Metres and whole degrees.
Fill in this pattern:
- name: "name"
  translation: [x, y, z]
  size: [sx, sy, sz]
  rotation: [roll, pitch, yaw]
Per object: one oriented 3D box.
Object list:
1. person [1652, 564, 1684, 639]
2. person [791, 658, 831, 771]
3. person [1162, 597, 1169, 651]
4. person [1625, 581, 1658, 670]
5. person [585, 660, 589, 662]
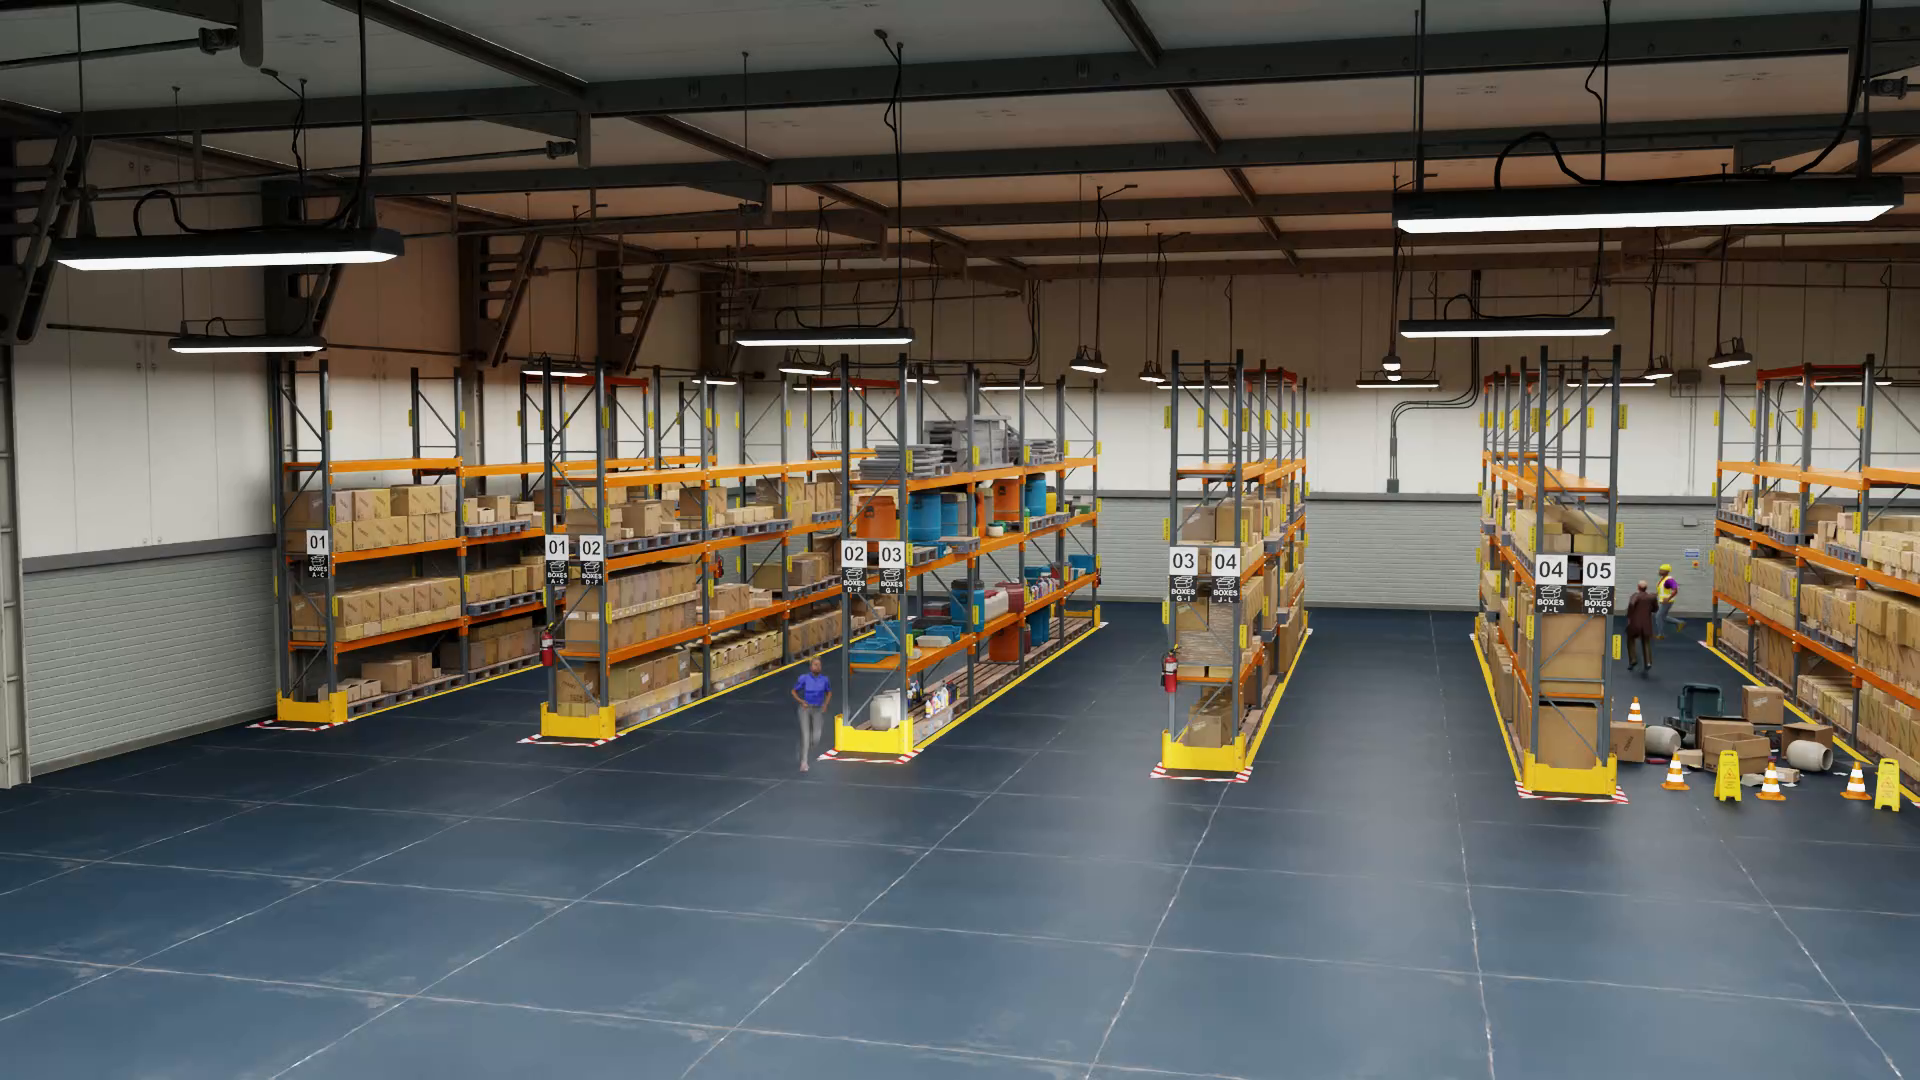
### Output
- name: "person"
  translation: [16.227, 1.411, 38.024]
  size: [0.747, 1.722, 0.688]
  rotation: [0, 4, 6]
- name: "person"
  translation: [-2.134, 2.492, 23.987]
  size: [0.606, 1.603, 0.599]
  rotation: [-1, 4, -19]
- name: "person"
  translation: [4.400, 1.730, 33.998]
  size: [0.590, 1.683, 0.743]
  rotation: [1, 4, 17]
- name: "person"
  translation: [13.593, 1.735, 33.180]
  size: [0.708, 1.856, 0.840]
  rotation: [0, 4, 3]
- name: "person"
  translation: [-6.667, 1.948, 30.161]
  size: [0.608, 1.813, 0.909]
  rotation: [1, 4, 16]
